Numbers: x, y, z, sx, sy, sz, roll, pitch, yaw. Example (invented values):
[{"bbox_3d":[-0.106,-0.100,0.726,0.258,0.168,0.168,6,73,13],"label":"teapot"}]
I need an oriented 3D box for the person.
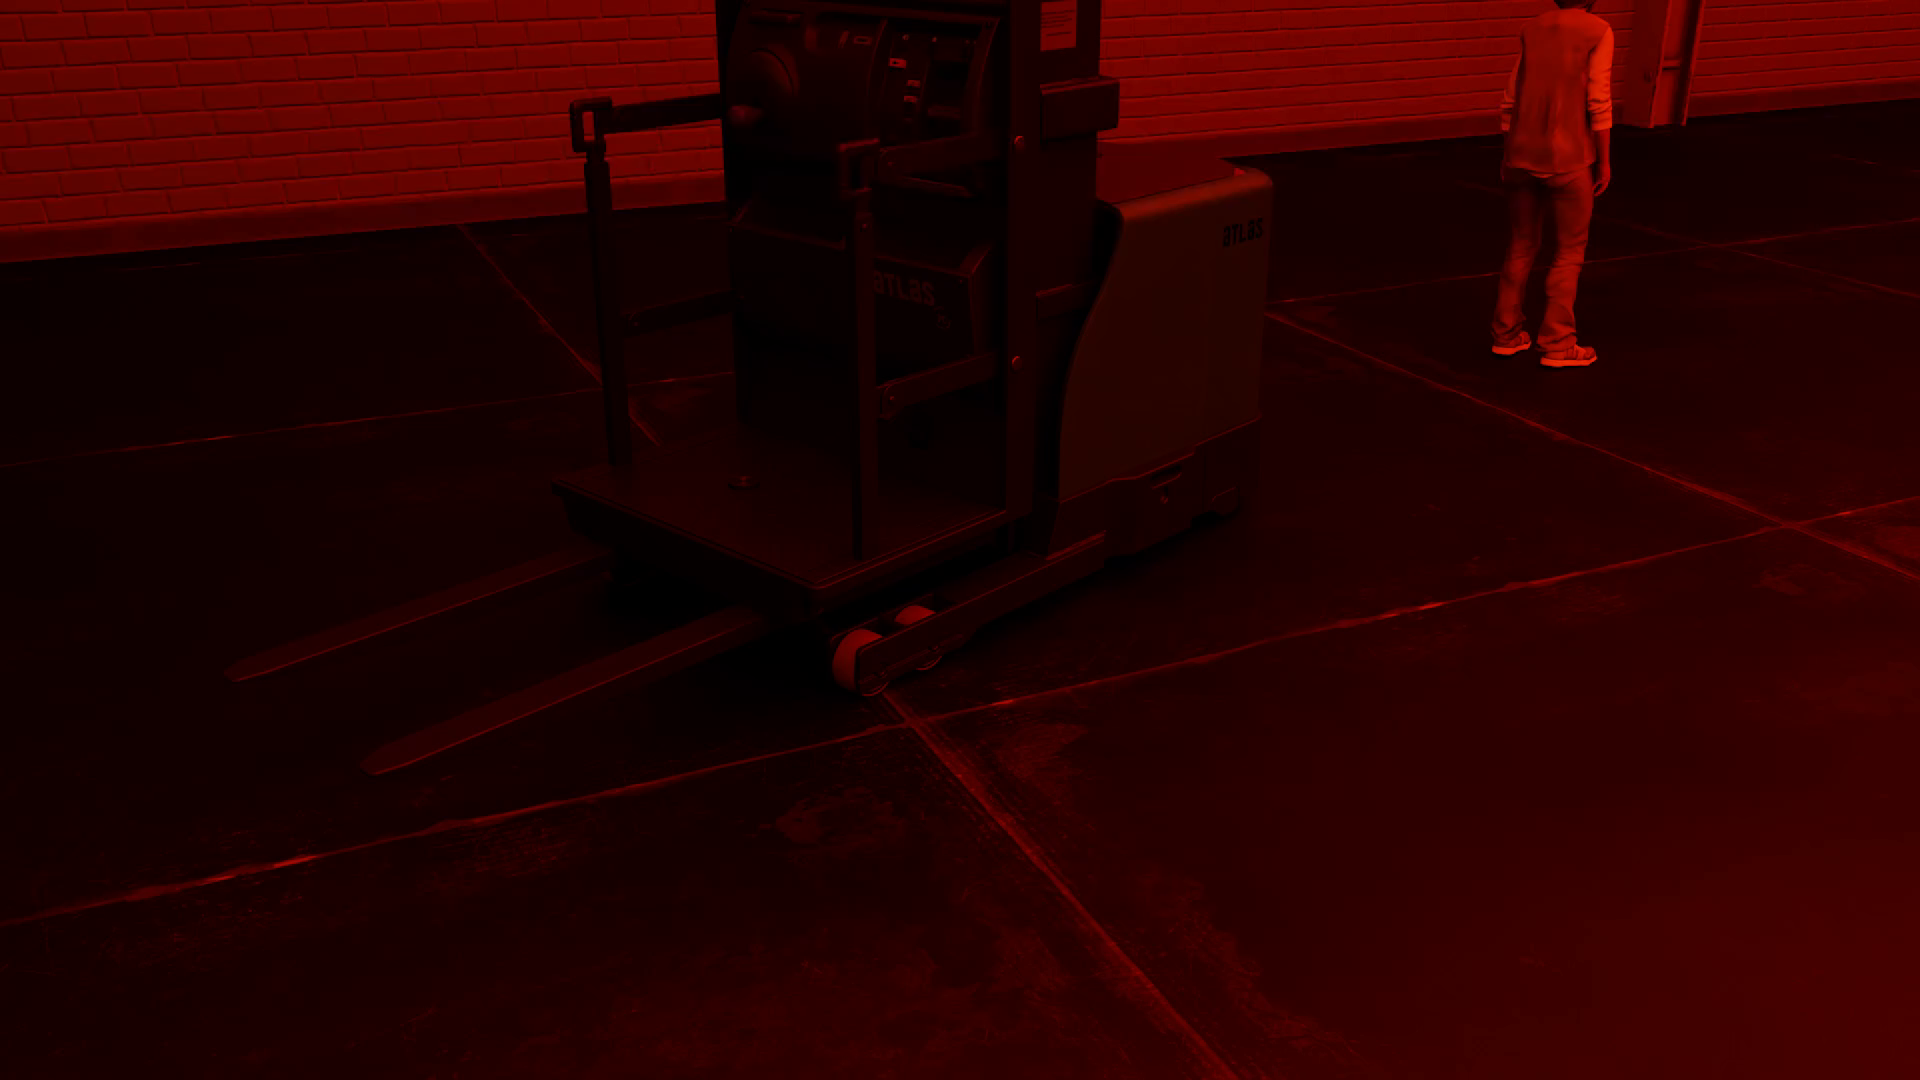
[{"bbox_3d":[2.367,-1.498,6.638,0.342,1.593,0.485,-19,29,-38],"label":"person"}]

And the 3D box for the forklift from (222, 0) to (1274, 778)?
[{"bbox_3d":[-0.413,-1.182,4.131,1.130,2.935,3.031,19,29,39],"label":"forklift"}]
